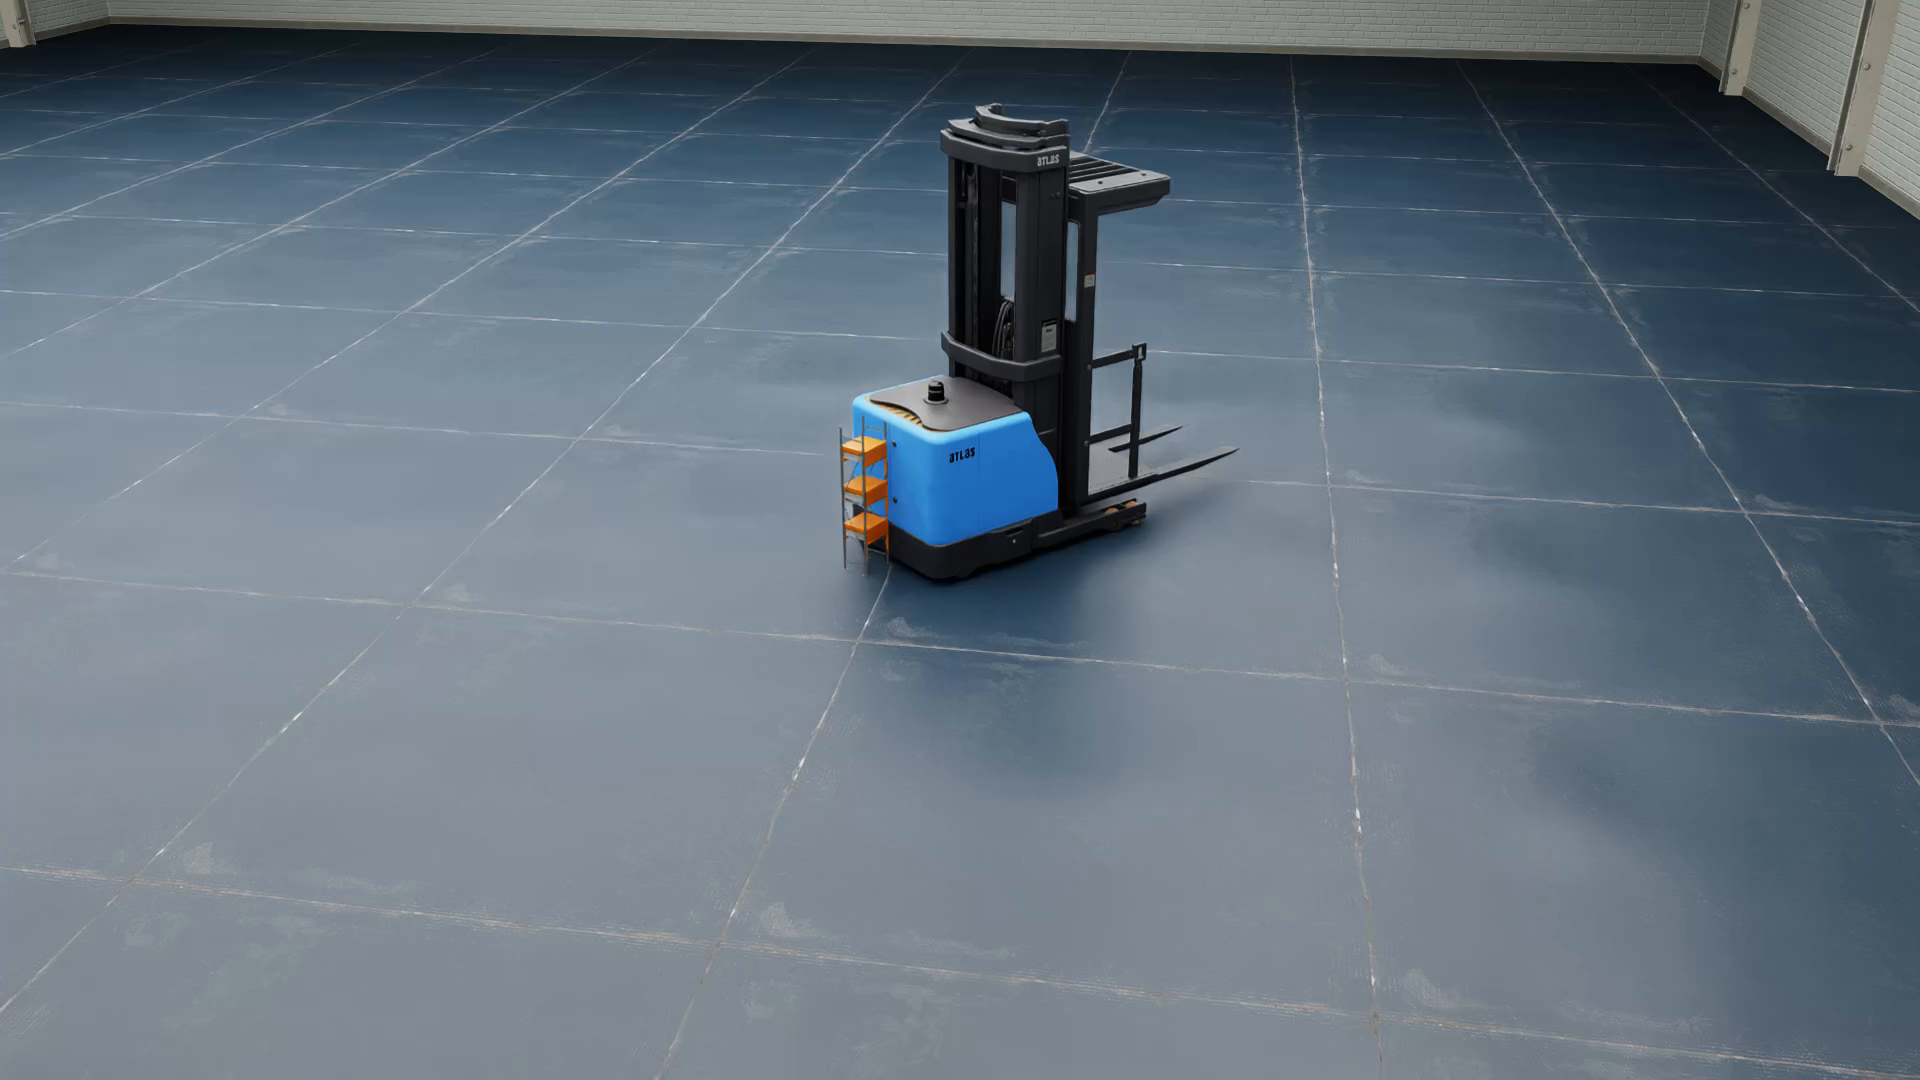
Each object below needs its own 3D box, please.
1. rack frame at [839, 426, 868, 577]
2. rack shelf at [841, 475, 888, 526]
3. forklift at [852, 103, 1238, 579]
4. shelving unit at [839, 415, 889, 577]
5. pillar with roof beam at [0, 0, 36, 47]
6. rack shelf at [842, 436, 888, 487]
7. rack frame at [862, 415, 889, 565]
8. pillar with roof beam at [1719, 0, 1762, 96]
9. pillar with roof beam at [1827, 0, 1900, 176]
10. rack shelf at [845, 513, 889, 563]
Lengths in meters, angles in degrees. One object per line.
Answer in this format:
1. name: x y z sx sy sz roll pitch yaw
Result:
1. rack frame: -0.709 -0.246 11.082 0.200 1.050 0.008 16 30 31
2. rack shelf: -0.640 -0.279 11.177 0.215 0.259 0.240 16 30 31
3. forklift: 0.728 -1.550 11.648 3.031 2.935 1.130 -18 30 -33
4. shelving unit: -0.640 -0.289 11.173 0.215 1.050 0.252 16 30 31
5. pillar with roof beam: -13.989 -13.399 29.806 9.100 9.000 0.400 4 25 9
6. rack shelf: -0.640 -0.536 11.057 0.215 0.259 0.240 16 30 31
7. rack frame: -0.570 -0.331 11.264 0.200 1.050 0.008 16 30 31
8. pillar with roof beam: 8.593 -11.813 26.418 9.100 9.000 0.400 4 25 9
9. pillar with roof beam: 7.613 -9.304 21.057 9.100 9.000 0.400 4 25 9
10. rack shelf: -0.640 -0.028 11.295 0.215 0.259 0.240 16 30 31
